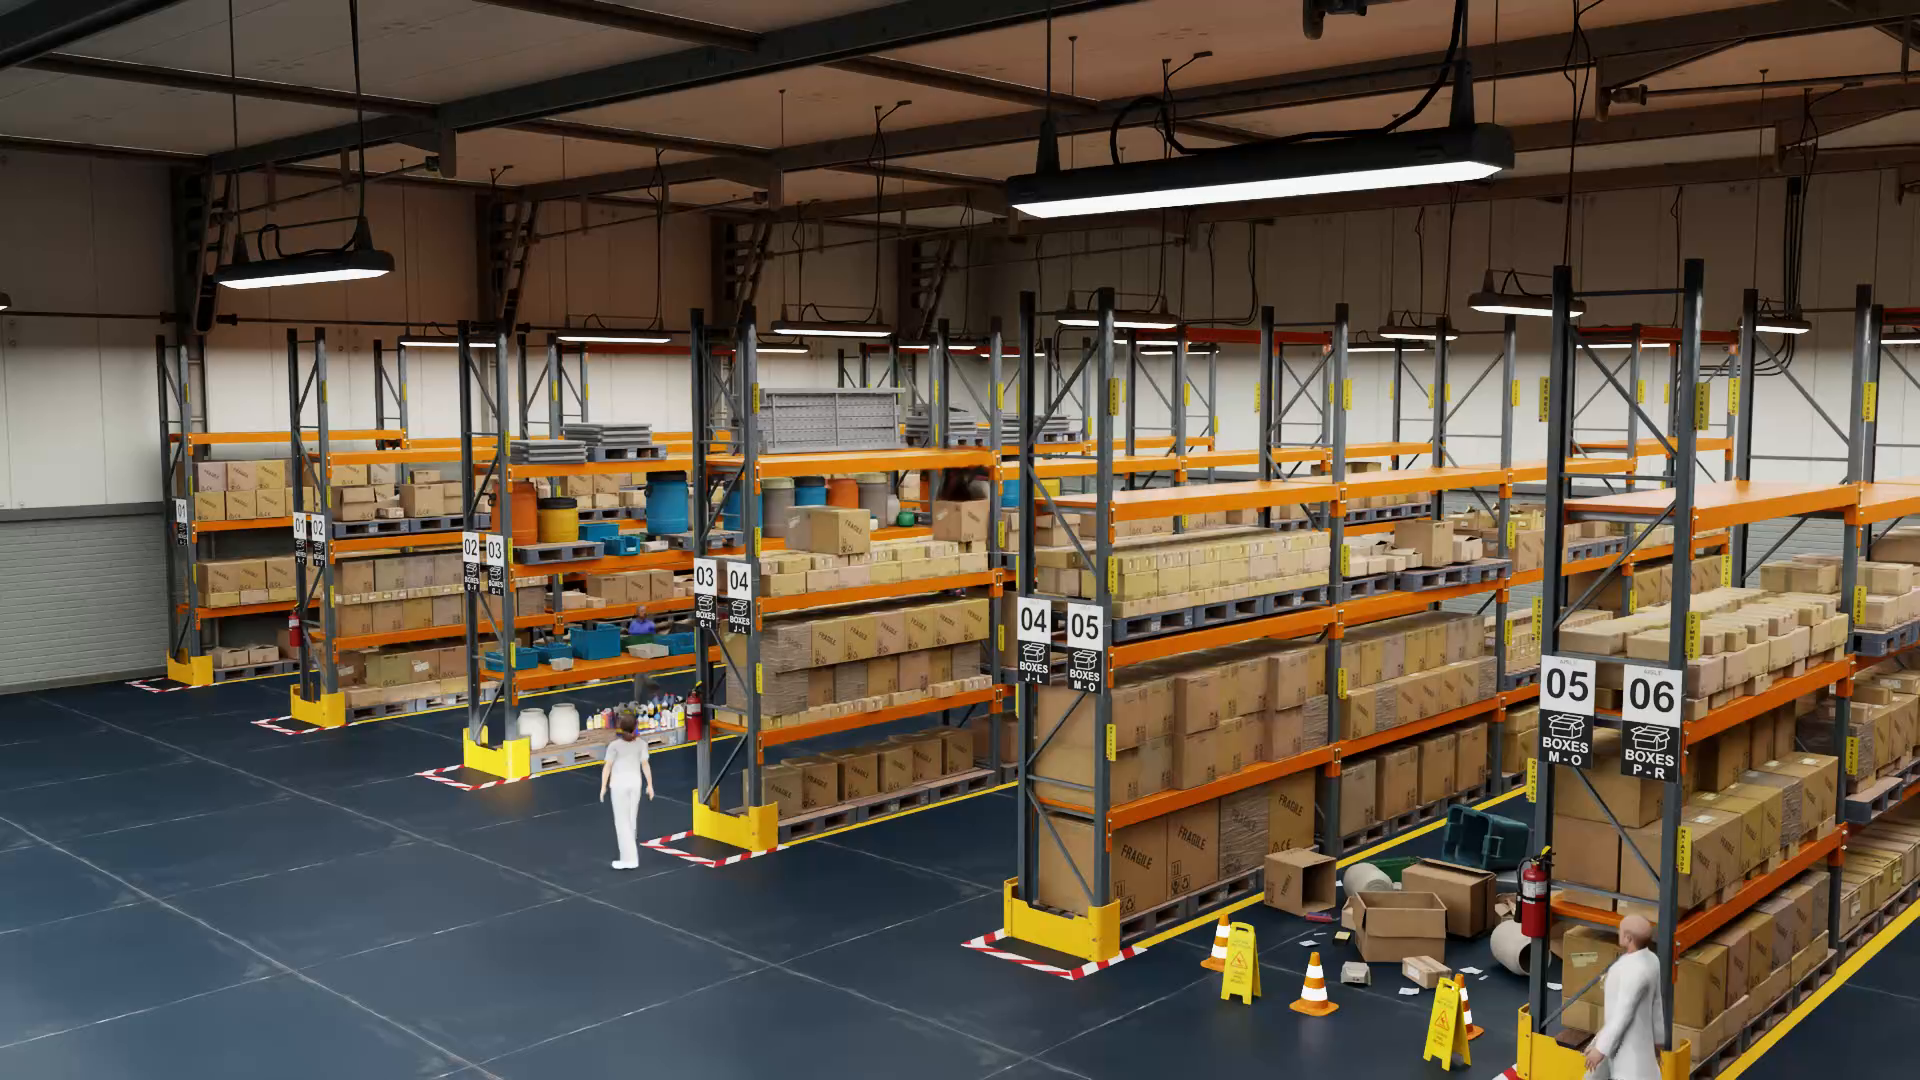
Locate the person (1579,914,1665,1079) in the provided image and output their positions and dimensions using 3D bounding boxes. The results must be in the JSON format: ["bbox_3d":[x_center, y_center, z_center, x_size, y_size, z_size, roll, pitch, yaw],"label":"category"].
[{"bbox_3d":[4.345,3.280,10.754,1.079,1.747,0.531,1,5,12],"label":"person"}]

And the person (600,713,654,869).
[{"bbox_3d":[-3.538,2.668,17.721,0.539,1.676,0.374,-4,7,-38],"label":"person"}]

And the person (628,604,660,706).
[{"bbox_3d":[-5.106,1.839,26.847,0.414,1.586,0.878,3,6,33],"label":"person"}]
